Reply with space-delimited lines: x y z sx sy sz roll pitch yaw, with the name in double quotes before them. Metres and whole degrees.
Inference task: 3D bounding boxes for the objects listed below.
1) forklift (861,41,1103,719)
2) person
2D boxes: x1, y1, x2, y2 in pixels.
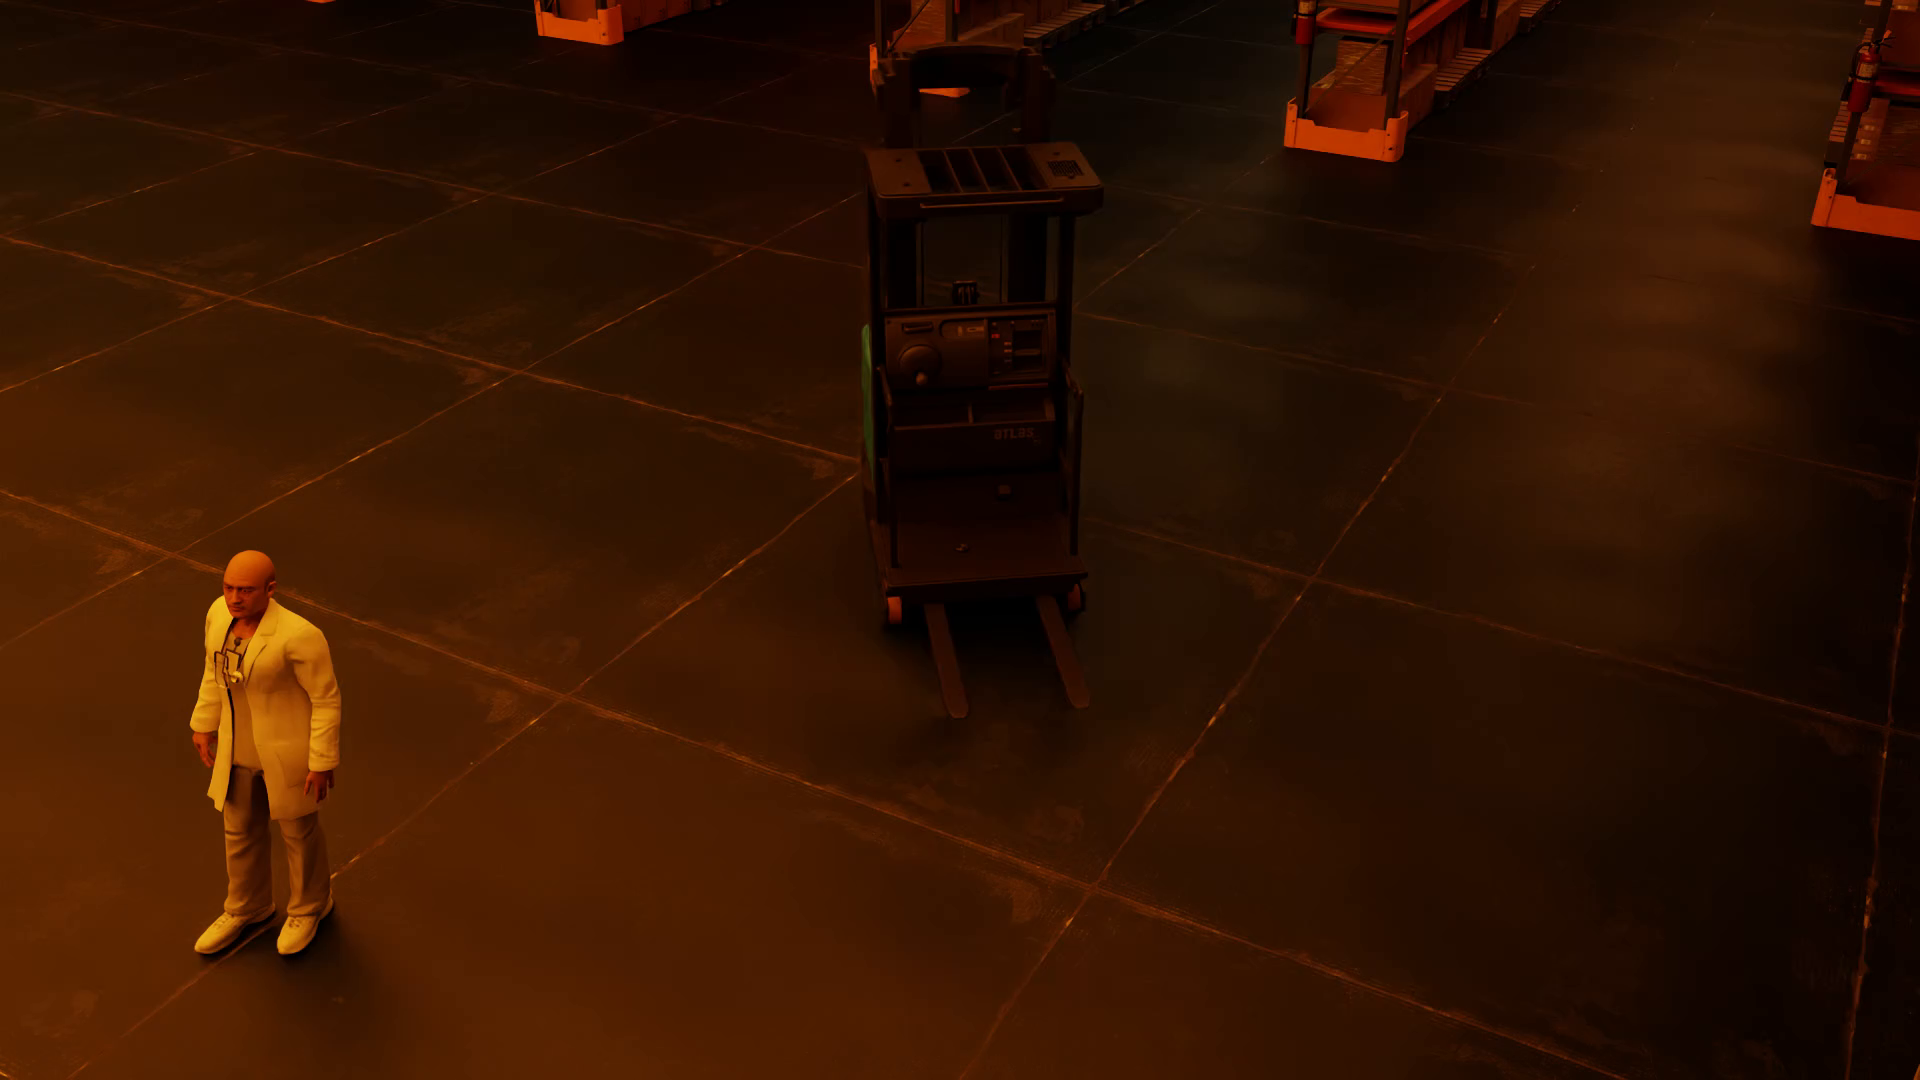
"forklift" 0.093 -0.984 8.775 1.130 2.935 3.031 -4 30 -7
"person" -2.824 0.892 6.665 0.694 1.776 0.581 10 32 17
